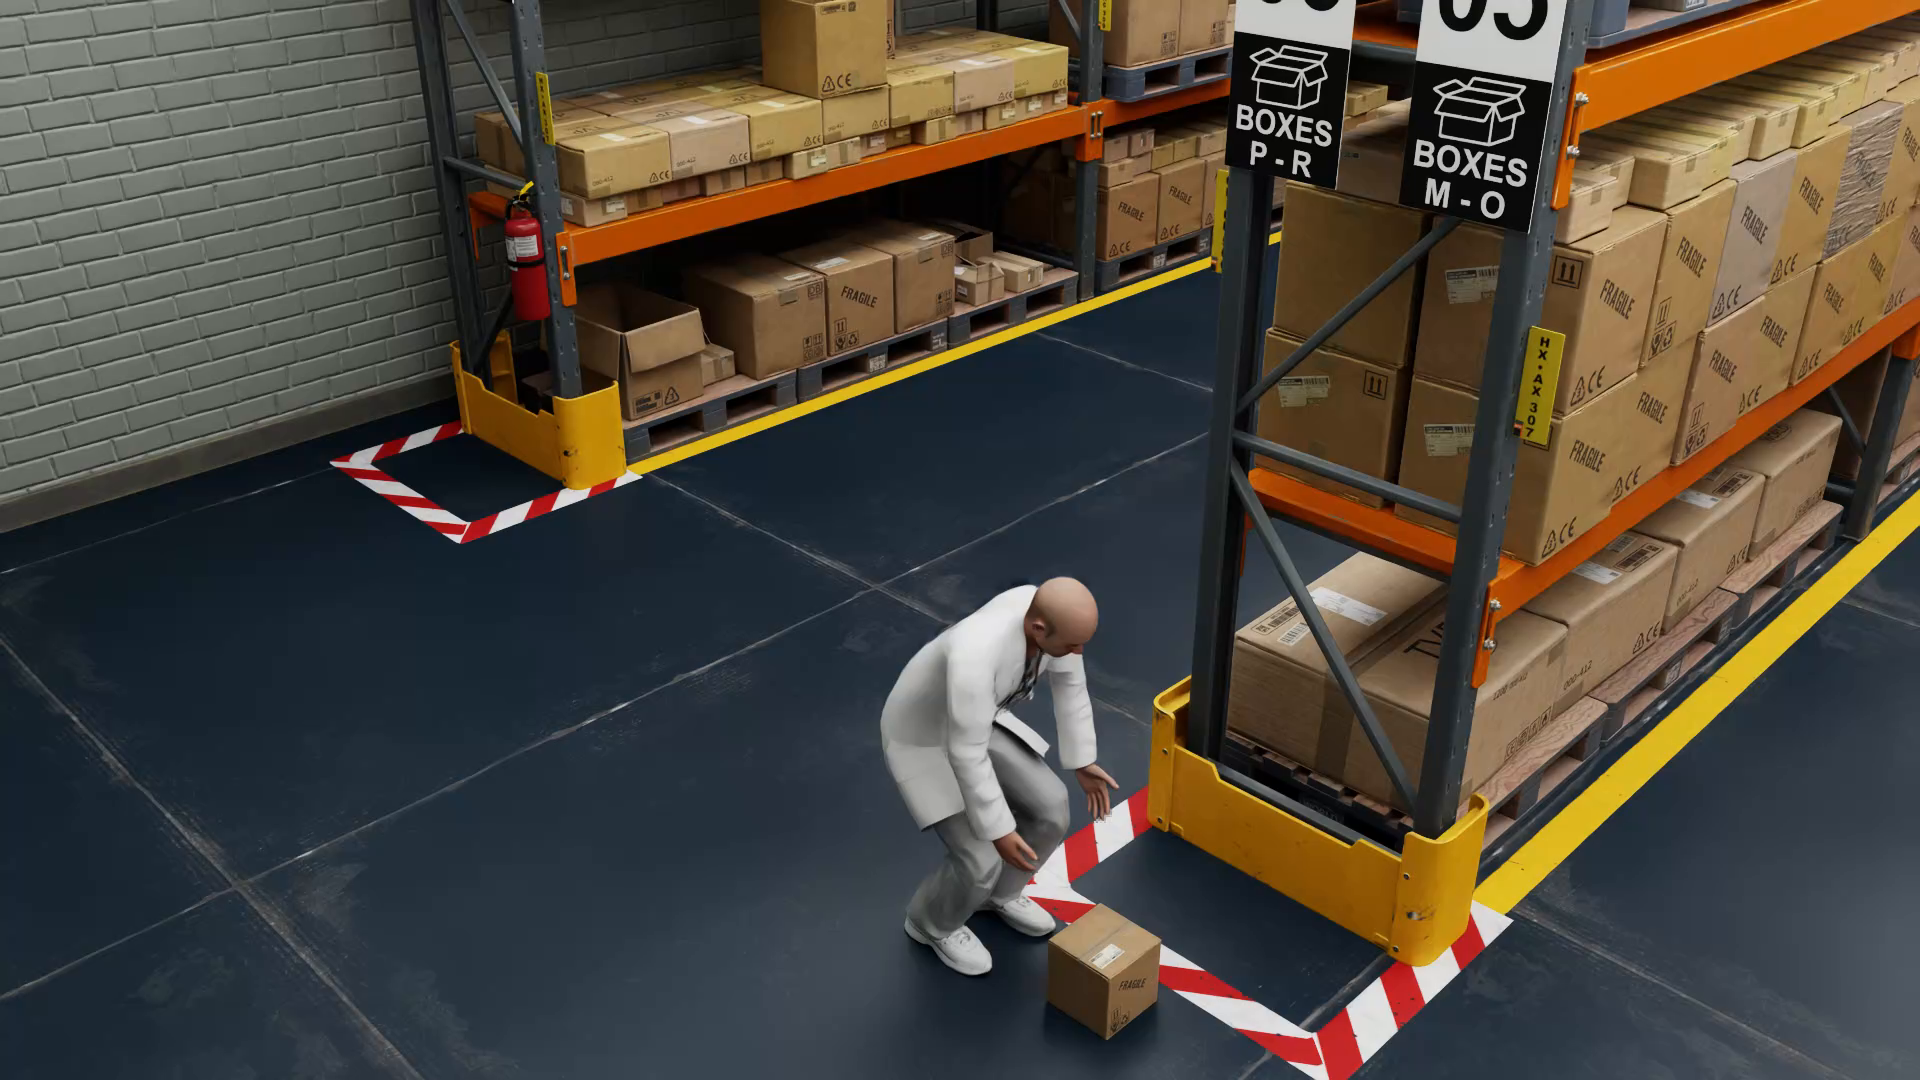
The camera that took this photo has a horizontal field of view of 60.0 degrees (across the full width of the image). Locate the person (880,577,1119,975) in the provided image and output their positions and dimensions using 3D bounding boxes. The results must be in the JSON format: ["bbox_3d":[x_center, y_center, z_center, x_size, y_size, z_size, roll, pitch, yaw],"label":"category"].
[{"bbox_3d":[0.104,0.676,5.230,0.719,1.417,0.631,22,35,36],"label":"person"}]
